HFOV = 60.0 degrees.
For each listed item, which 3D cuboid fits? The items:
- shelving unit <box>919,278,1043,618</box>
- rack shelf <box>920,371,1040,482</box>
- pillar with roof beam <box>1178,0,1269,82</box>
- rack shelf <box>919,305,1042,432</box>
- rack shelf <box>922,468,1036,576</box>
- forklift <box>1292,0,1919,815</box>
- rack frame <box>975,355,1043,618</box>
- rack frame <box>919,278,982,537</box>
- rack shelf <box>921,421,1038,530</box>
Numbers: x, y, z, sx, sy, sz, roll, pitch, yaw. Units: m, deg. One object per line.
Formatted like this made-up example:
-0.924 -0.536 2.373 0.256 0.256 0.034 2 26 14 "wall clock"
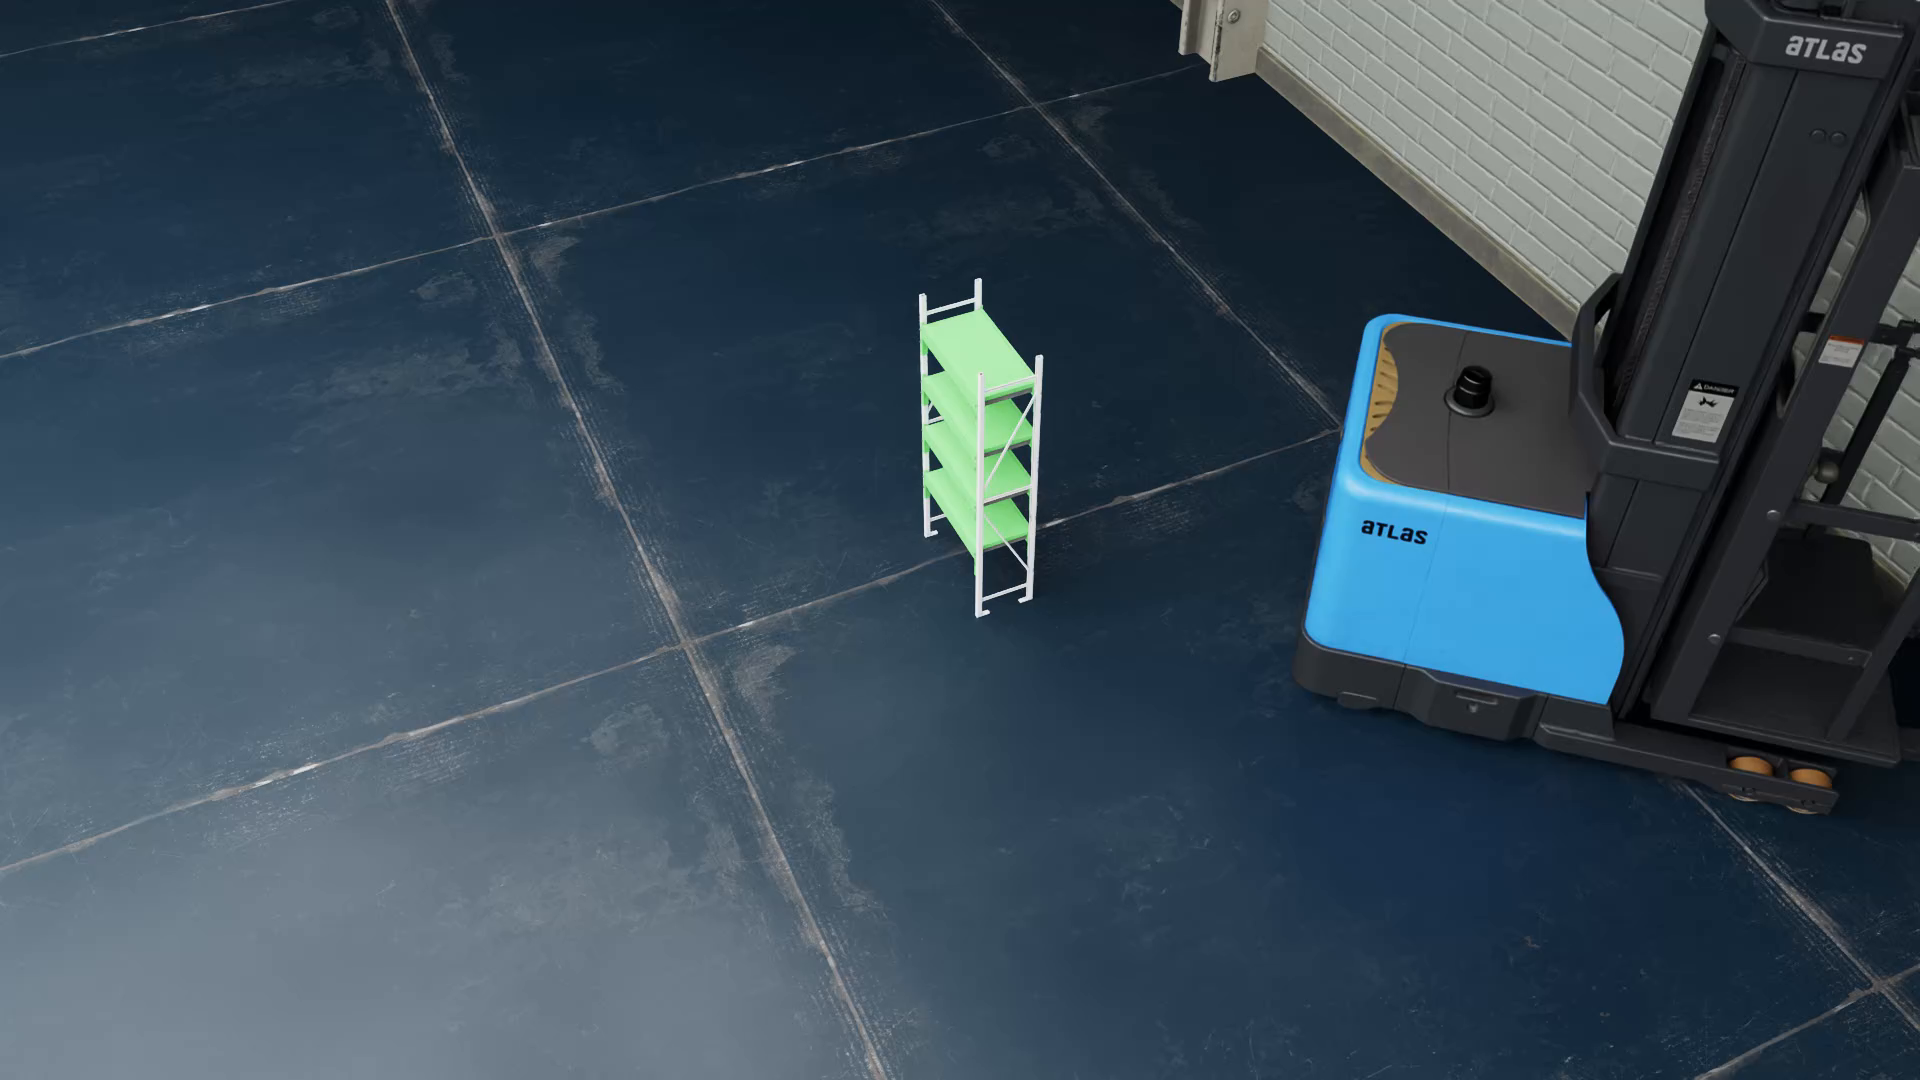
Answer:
0.070 -0.322 6.222 0.258 1.200 0.503 -18 47 -17 "shelving unit"
0.070 -0.447 6.098 0.258 0.148 0.480 -18 47 -17 "rack shelf"
-2.423 -4.679 5.085 9.100 9.000 0.400 -18 47 -17 "pillar with roof beam"
0.070 -0.618 5.929 0.258 0.148 0.480 -18 47 -17 "rack shelf"
0.070 -0.105 6.435 0.258 0.148 0.480 -18 47 -17 "rack shelf"
2.804 -0.509 5.179 3.031 2.935 1.130 11 46 11 "forklift"
0.172 -0.166 6.064 0.240 1.200 0.015 -18 47 -17 "rack frame"
-0.033 -0.477 6.379 0.240 1.200 0.015 -18 47 -17 "rack frame"
0.070 -0.276 6.267 0.258 0.148 0.480 -18 47 -17 "rack shelf"
